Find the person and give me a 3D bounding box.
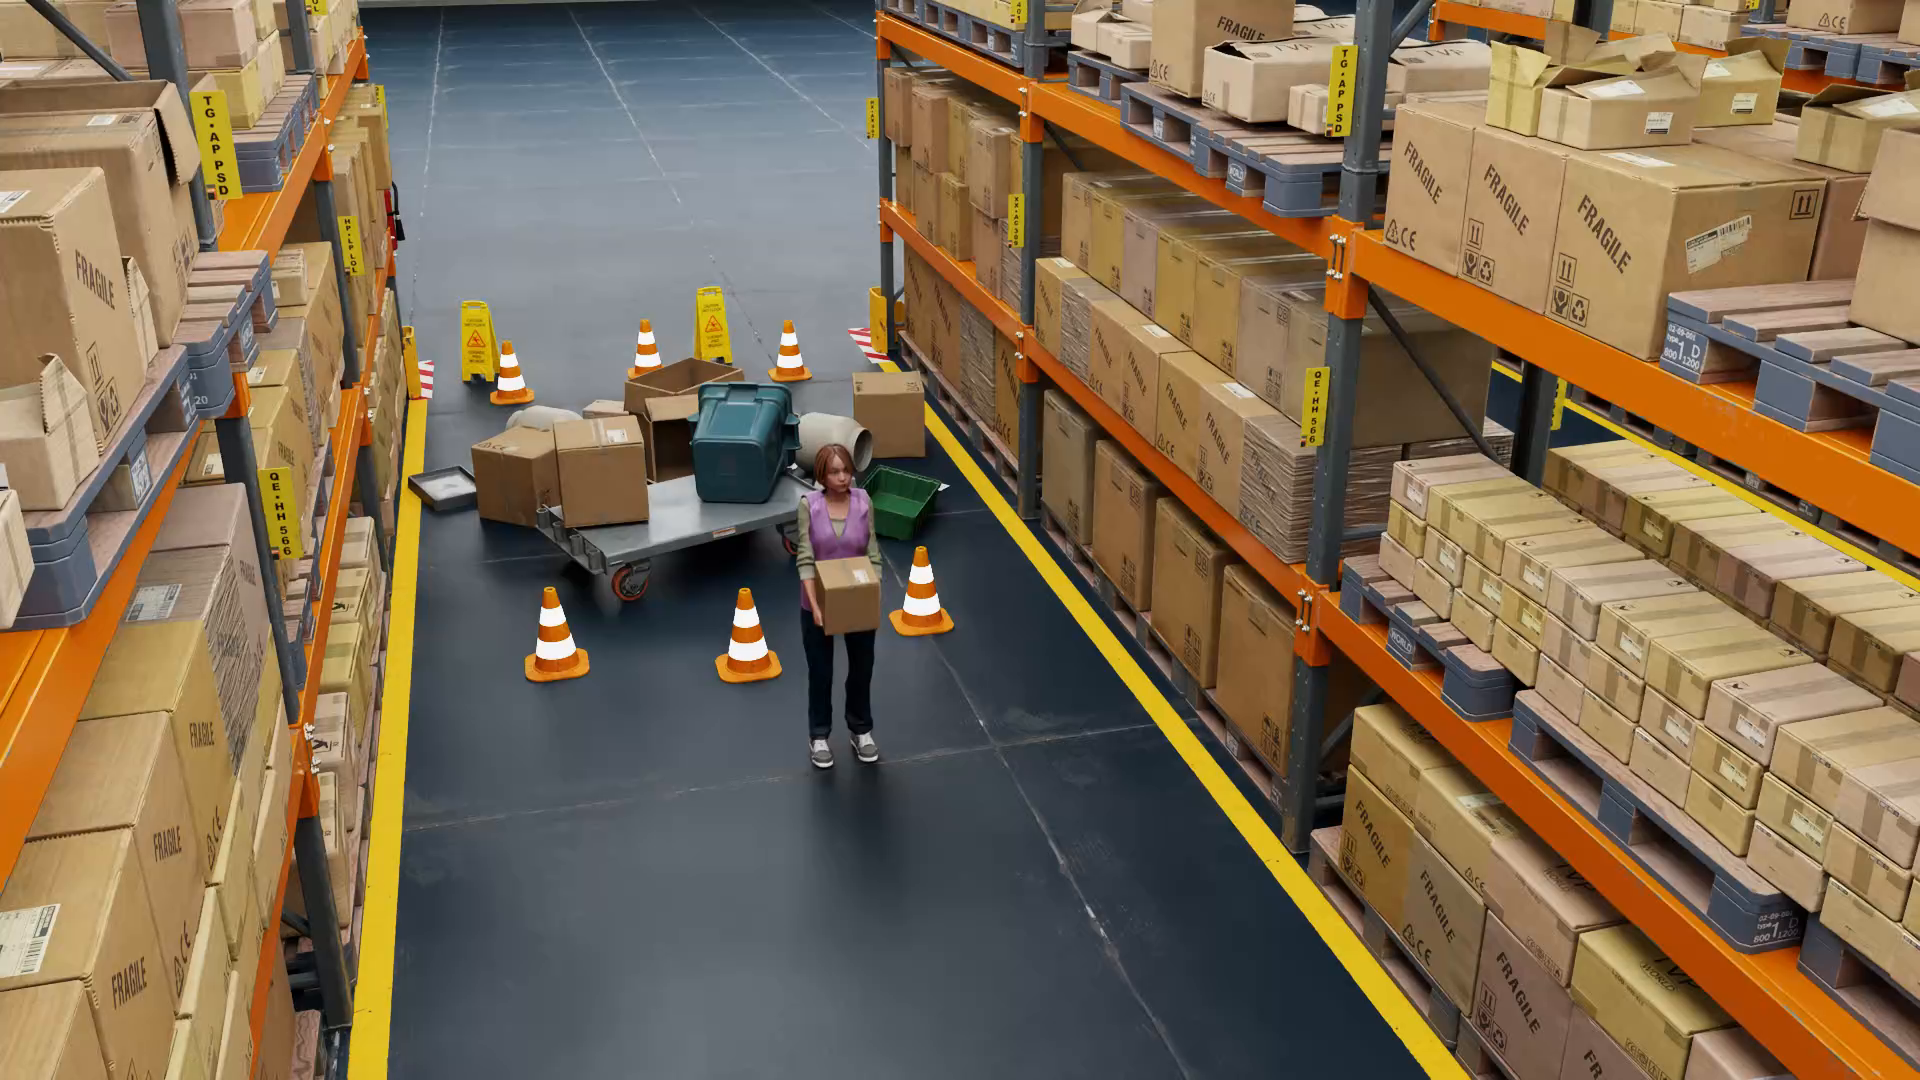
[{"bbox_3d":[-0.556,0.343,7.819,0.405,1.589,0.492,-6,24,-14],"label":"person"}]
